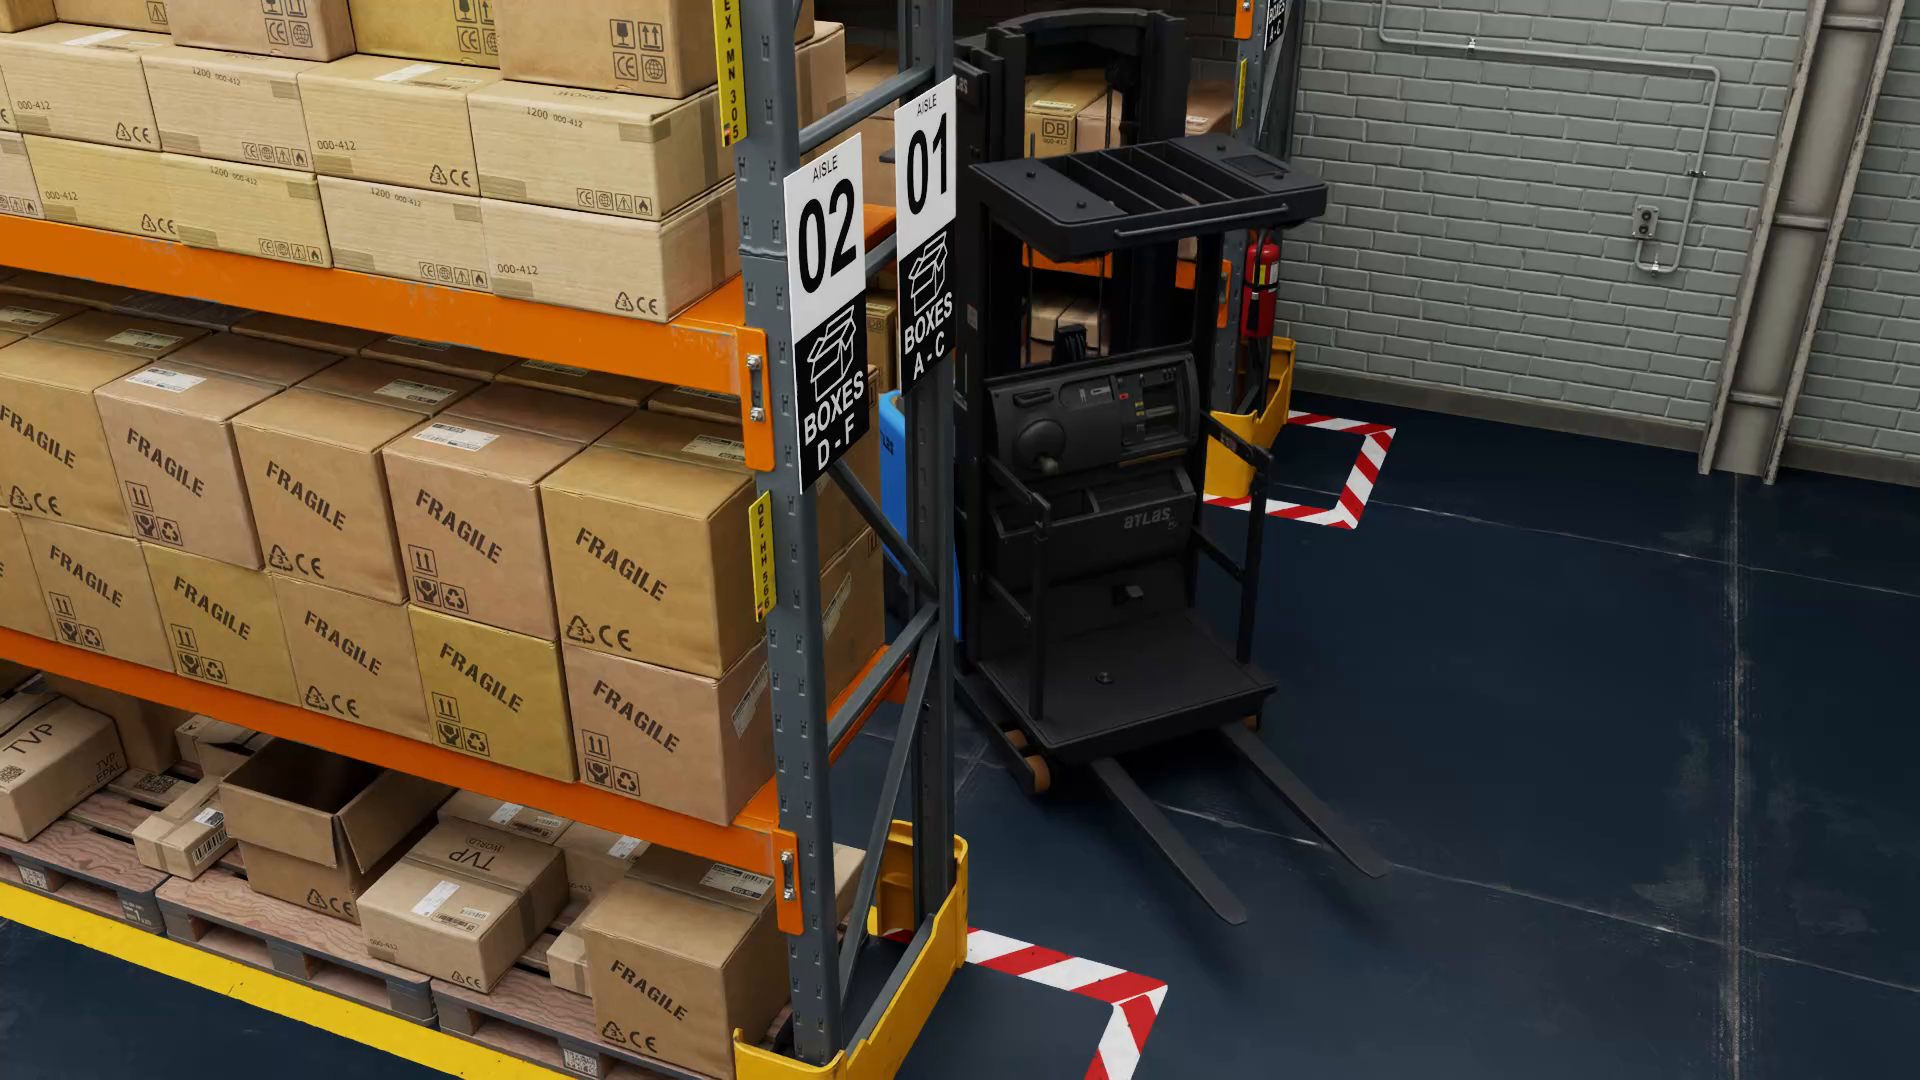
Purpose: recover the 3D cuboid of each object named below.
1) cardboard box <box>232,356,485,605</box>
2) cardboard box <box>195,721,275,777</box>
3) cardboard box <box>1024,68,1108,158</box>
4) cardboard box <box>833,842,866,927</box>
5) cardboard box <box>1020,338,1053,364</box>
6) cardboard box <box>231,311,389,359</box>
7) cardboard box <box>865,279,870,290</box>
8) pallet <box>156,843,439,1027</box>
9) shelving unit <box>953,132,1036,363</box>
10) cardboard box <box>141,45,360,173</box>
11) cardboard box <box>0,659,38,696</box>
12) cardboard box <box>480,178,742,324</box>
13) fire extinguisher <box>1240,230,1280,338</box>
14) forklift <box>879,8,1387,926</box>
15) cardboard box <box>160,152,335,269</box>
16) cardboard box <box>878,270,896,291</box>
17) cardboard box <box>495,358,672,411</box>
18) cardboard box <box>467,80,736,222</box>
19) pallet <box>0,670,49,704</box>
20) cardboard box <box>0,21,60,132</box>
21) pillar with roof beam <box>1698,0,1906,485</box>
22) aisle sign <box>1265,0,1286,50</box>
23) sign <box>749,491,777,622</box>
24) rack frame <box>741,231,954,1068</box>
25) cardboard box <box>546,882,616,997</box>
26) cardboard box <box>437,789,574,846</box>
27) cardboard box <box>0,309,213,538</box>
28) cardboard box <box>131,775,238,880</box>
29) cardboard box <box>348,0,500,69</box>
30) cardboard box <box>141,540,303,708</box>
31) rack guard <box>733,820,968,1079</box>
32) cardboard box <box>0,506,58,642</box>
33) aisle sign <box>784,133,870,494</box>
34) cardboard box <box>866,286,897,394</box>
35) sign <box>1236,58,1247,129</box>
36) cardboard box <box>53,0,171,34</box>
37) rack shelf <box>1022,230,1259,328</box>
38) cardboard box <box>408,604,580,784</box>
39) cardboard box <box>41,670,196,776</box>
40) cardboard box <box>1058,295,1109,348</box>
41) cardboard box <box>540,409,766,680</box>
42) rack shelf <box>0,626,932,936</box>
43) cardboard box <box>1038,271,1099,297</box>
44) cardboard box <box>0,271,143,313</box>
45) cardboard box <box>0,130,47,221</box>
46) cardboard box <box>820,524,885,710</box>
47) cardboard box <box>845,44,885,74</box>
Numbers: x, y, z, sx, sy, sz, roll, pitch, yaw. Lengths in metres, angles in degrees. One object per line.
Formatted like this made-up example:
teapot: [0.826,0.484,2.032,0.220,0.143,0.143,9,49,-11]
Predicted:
cardboard box: [-1.728,-0.187,4.916,0.500,0.500,0.500,12,32,20]
cardboard box: [-2.638,0.789,6.591,0.500,0.311,0.500,11,31,19]
cardboard box: [0.443,-2.174,9.243,0.700,0.700,0.980,11,31,19]
cardboard box: [-0.520,1.251,5.939,0.250,0.149,0.380,11,31,19]
cardboard box: [0.448,-1.095,9.753,0.500,0.500,0.700,11,31,19]
cardboard box: [-1.994,-0.528,5.517,0.500,0.500,0.500,11,31,19]
cardboard box: [-0.722,-1.513,9.833,0.250,0.149,0.380,10,31,18]
pallet: [-2.198,1.262,6.304,1.213,0.211,1.003,11,31,19]
shelving unit: [0.054,-0.980,8.350,0.503,2.100,0.431,10,31,18]
cardboard box: [-1.759,-1.188,4.400,0.500,0.250,0.500,11,31,19]
cardboard box: [-4.325,0.391,7.103,0.500,0.500,0.500,10,31,17]
cardboard box: [-0.837,-0.780,4.186,0.500,0.250,0.500,11,31,19]
fire extinguisher: [1.564,-1.390,8.618,0.183,0.674,0.296,11,31,19]
forklift: [0.648,-0.464,6.592,1.130,2.935,3.031,-13,32,-21]
cardboard box: [-1.764,-0.964,4.512,0.500,0.250,0.500,11,31,19]
cardboard box: [-0.308,-1.634,10.047,0.250,0.149,0.380,11,31,18]
cardboard box: [-1.061,-0.339,5.184,0.500,0.500,0.500,12,31,20]
cardboard box: [-0.833,-1.002,4.070,0.500,0.250,0.500,11,31,19]
pallet: [-4.736,0.776,7.163,1.213,0.211,1.003,11,31,19]
cardboard box: [-2.688,-1.370,4.722,0.500,0.250,0.500,11,31,19]
pillar with roof beam: [2.806,-2.368,3.794,0.400,9.000,9.100,11,31,19]
aisle sign: [1.551,-2.806,8.024,0.004,0.787,0.394,11,31,19]
sign: [-0.489,0.043,4.128,0.005,0.325,0.100,11,31,19]
rack frame: [-0.261,0.435,4.932,0.127,3.000,1.000,11,31,19]
cardboard box: [-1.199,1.373,5.705,0.250,0.166,0.380,11,31,19]
cardboard box: [-1.585,1.026,6.234,0.500,0.250,0.500,11,31,19]
cardboard box: [-2.683,-0.378,5.252,0.500,0.500,0.500,10,31,18]
cardboard box: [-2.855,1.069,6.243,0.250,0.166,0.380,11,31,19]
cardboard box: [-1.175,-1.568,4.310,0.500,0.500,0.700,11,31,19]
cardboard box: [-2.188,0.150,5.334,0.500,0.500,0.500,11,31,18]
rack guard: [-0.332,1.509,5.572,0.348,0.500,1.175,11,31,19]
cardboard box: [-3.123,-0.037,5.665,0.500,0.500,0.500,12,32,20]
aisle sign: [-0.313,-0.544,4.023,0.004,0.787,0.394,11,31,19]
cardboard box: [-0.516,-1.283,10.086,0.500,0.500,0.700,12,32,20]
sign: [1.381,-2.187,8.153,0.005,0.325,0.100,11,31,19]
cardboard box: [-2.107,-1.747,4.626,0.500,0.500,0.700,11,31,19]
rack shelf: [-0.256,-1.881,9.761,4.000,0.370,1.077,11,31,19]
cardboard box: [-1.261,0.338,5.001,0.500,0.500,0.500,12,31,20]
cardboard box: [-3.333,0.568,6.790,0.500,0.500,0.500,11,31,19]
cardboard box: [0.724,-1.226,9.325,0.250,0.149,0.380,11,31,19]
cardboard box: [-0.777,-0.001,4.585,0.500,0.500,0.500,11,31,19]
rack shelf: [-2.115,0.378,5.763,4.000,0.370,1.077,11,31,19]
cardboard box: [0.633,-1.447,9.715,0.250,0.149,0.380,11,31,19]
cardboard box: [-2.926,-0.715,5.848,0.500,0.500,0.500,11,31,18]
cardboard box: [-2.686,-1.155,4.849,0.500,0.250,0.500,11,31,19]
cardboard box: [-0.574,0.189,5.265,0.500,0.500,0.500,12,32,20]
cardboard box: [-0.938,-2.449,9.730,0.700,0.700,0.980,10,31,18]
